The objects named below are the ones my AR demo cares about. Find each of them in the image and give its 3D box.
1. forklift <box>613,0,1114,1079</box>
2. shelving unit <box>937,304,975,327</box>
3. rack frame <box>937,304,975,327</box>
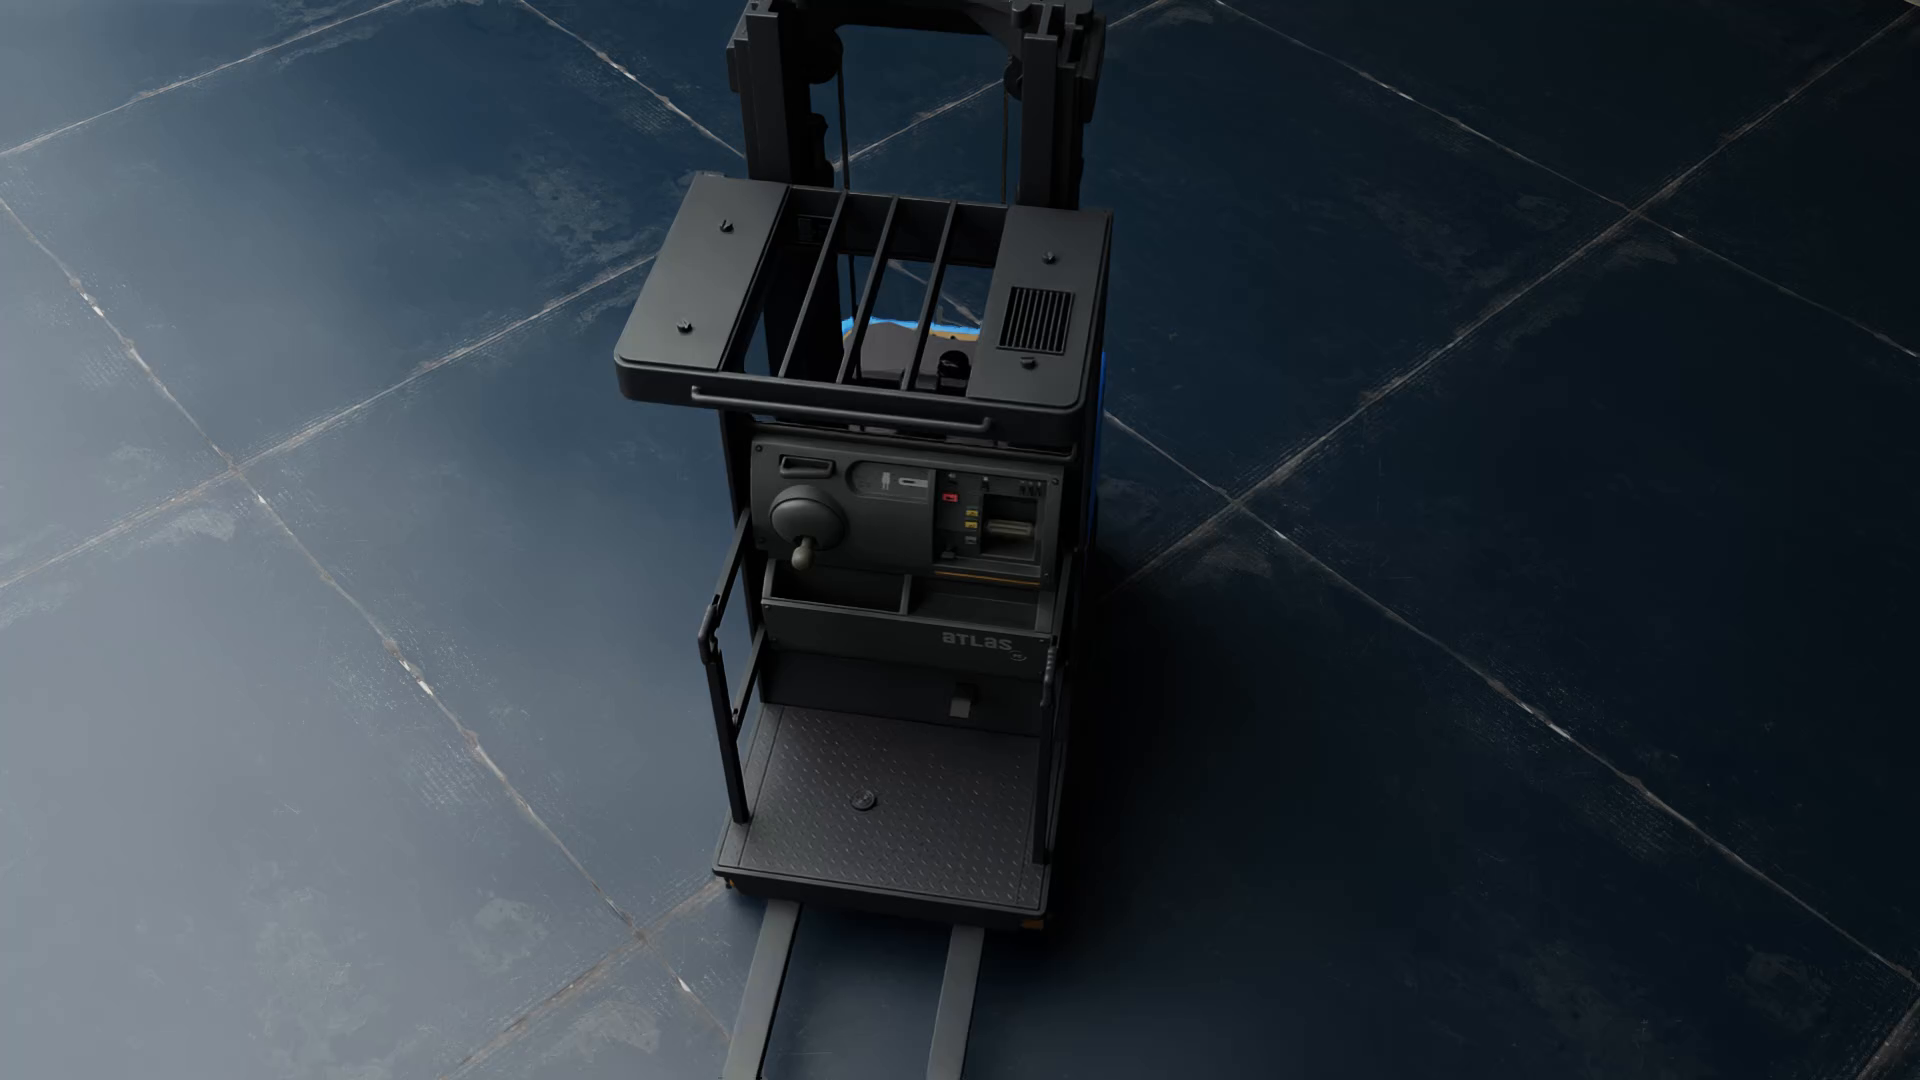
[{"bbox_3d":[-0.194,0.023,4.788,1.130,2.935,3.031,7,48,6],"label":"forklift"},{"bbox_3d":[-0.020,-0.502,6.654,0.258,0.900,0.210,19,50,16],"label":"shelving unit"},{"bbox_3d":[0.022,-0.570,6.717,0.240,0.900,0.006,19,50,16],"label":"rack frame"}]
